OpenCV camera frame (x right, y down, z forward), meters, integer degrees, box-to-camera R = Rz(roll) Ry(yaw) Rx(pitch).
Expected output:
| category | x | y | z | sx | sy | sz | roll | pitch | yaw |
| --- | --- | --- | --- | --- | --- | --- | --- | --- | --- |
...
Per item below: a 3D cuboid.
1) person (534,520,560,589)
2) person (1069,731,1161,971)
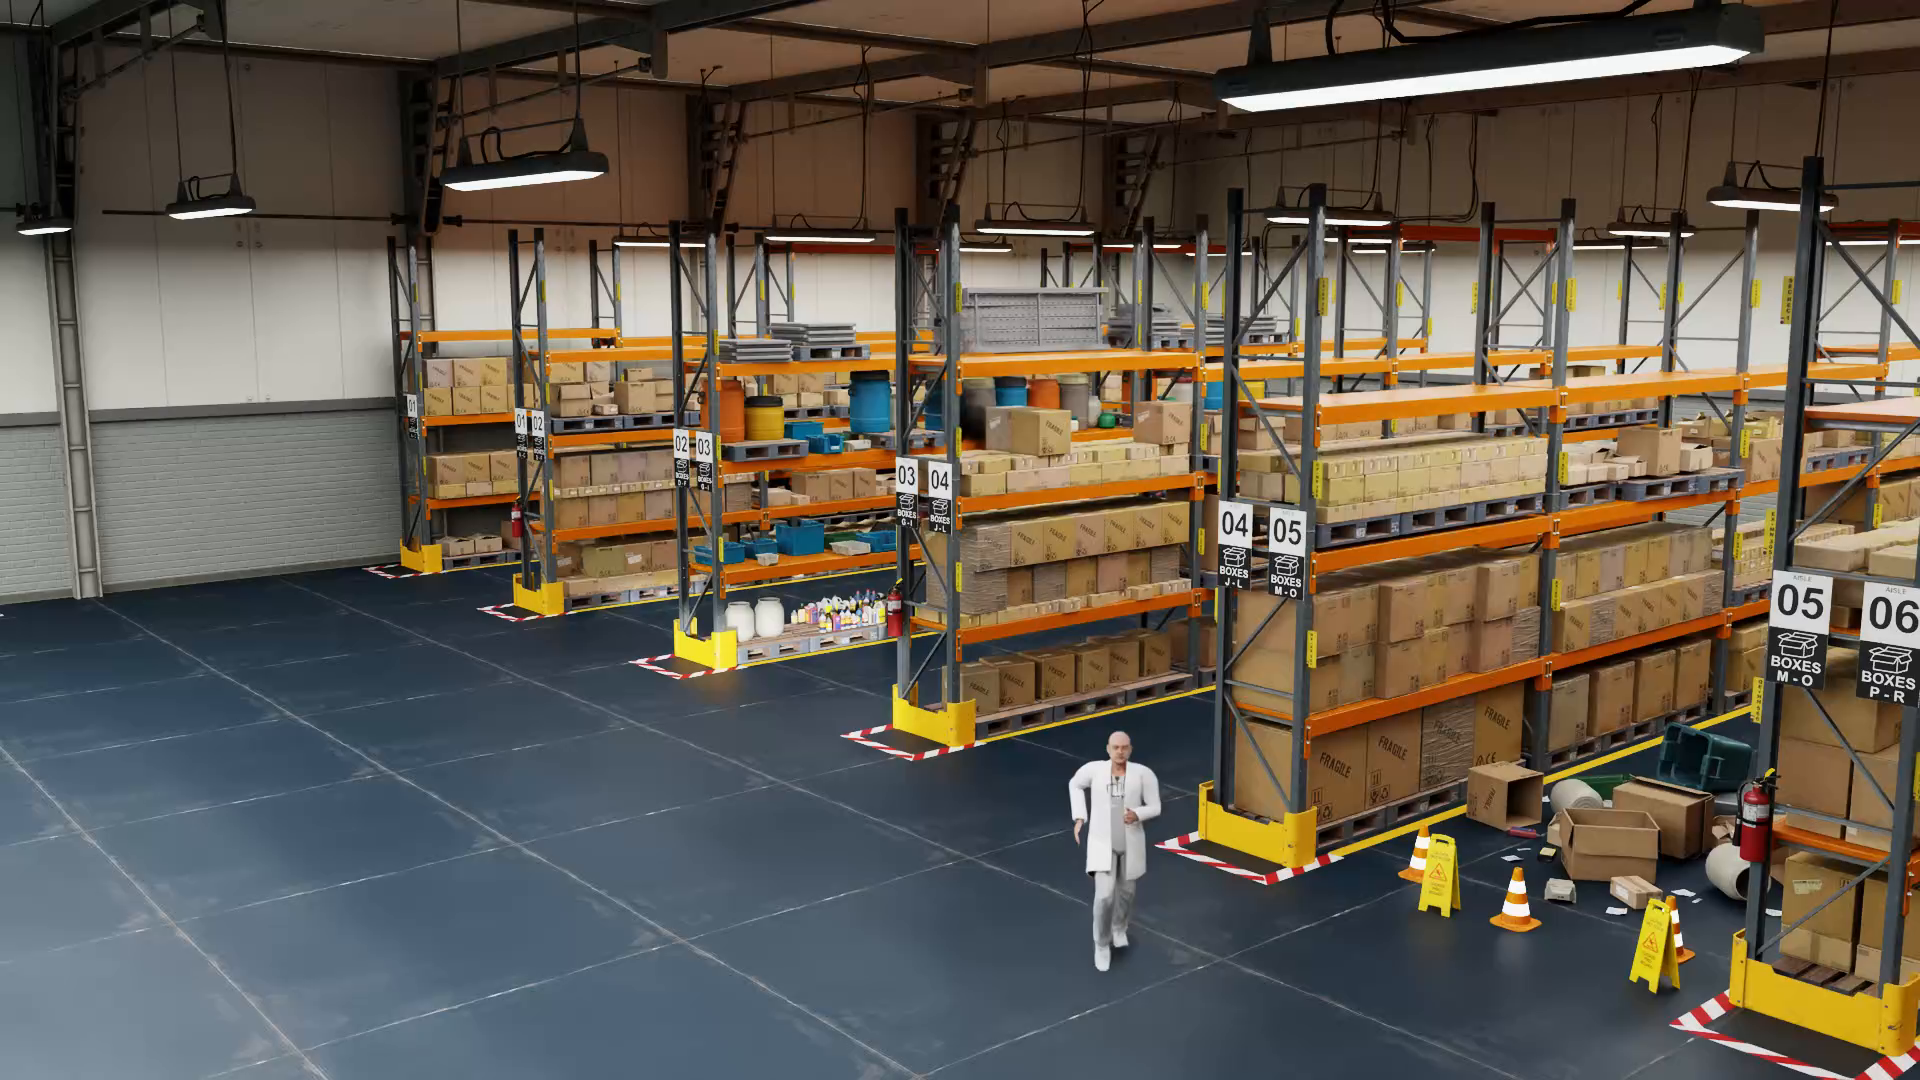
| category | x | y | z | sx | sy | sz | roll | pitch | yaw |
| --- | --- | --- | --- | --- | --- | --- | --- | --- | --- |
| person | -6.850 | -0.058 | 28.321 | 0.684 | 1.761 | 0.957 | 8 | 12 | 41 |
| person | 1.191 | 2.361 | 12.712 | 0.671 | 1.834 | 0.810 | 0 | 9 | -2 |
